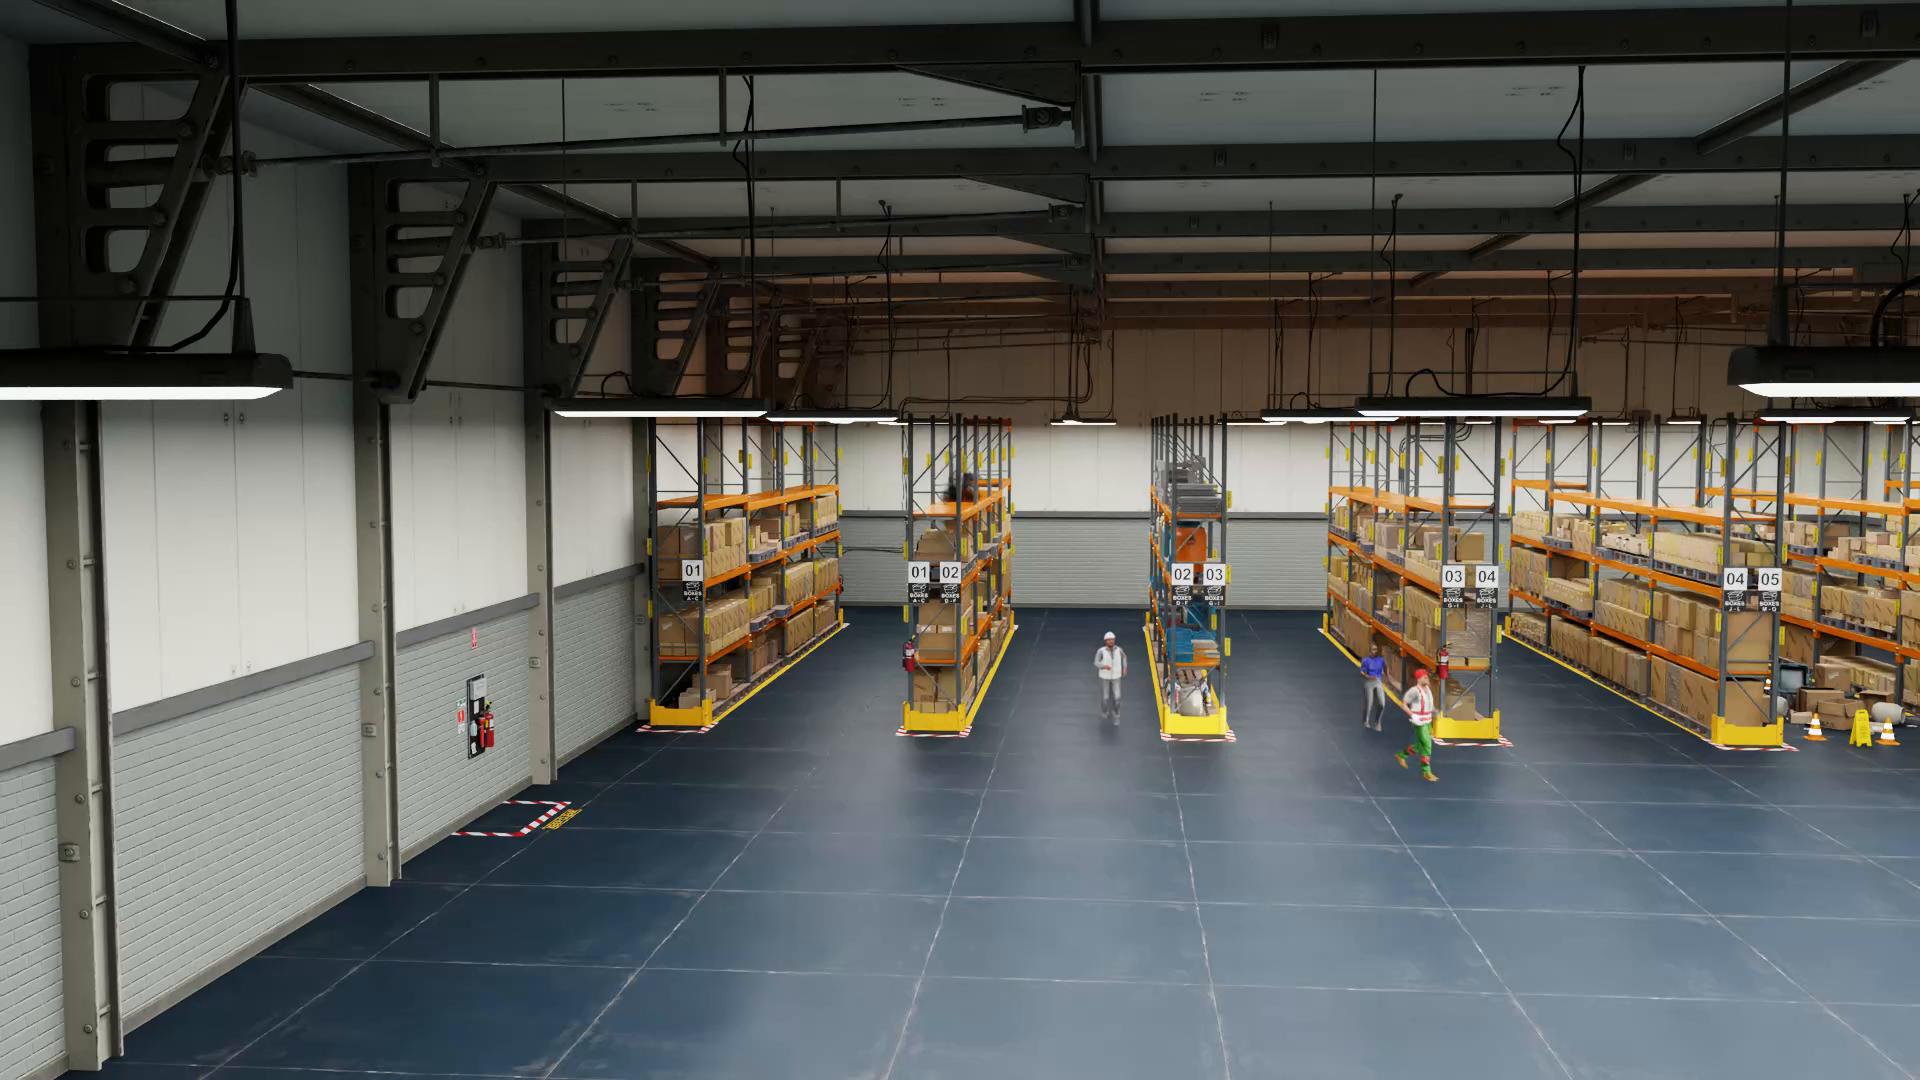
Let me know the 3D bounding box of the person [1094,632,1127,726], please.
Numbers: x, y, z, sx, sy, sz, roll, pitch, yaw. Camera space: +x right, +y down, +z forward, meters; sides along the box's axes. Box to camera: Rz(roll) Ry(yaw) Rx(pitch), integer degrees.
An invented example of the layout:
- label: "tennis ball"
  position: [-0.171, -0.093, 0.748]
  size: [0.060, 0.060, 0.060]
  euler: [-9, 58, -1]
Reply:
- label: "person"
  position: [2.911, 2.696, 32.128]
  size: [0.675, 1.850, 0.748]
  euler: [0, 4, -5]

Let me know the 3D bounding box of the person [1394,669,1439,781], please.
- label: "person"
  position: [7.492, 2.994, 27.247]
  size: [0.646, 1.795, 0.836]
  euler: [-4, 5, -44]

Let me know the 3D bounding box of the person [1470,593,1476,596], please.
- label: "person"
  position: [14.165, 1.789, 46.687]
  size: [0.685, 1.531, 0.566]
  euler: [4, 5, 43]

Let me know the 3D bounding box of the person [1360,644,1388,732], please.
- label: "person"
  position: [7.838, 2.810, 31.422]
  size: [0.601, 1.674, 0.695]
  euler: [0, 4, -6]
